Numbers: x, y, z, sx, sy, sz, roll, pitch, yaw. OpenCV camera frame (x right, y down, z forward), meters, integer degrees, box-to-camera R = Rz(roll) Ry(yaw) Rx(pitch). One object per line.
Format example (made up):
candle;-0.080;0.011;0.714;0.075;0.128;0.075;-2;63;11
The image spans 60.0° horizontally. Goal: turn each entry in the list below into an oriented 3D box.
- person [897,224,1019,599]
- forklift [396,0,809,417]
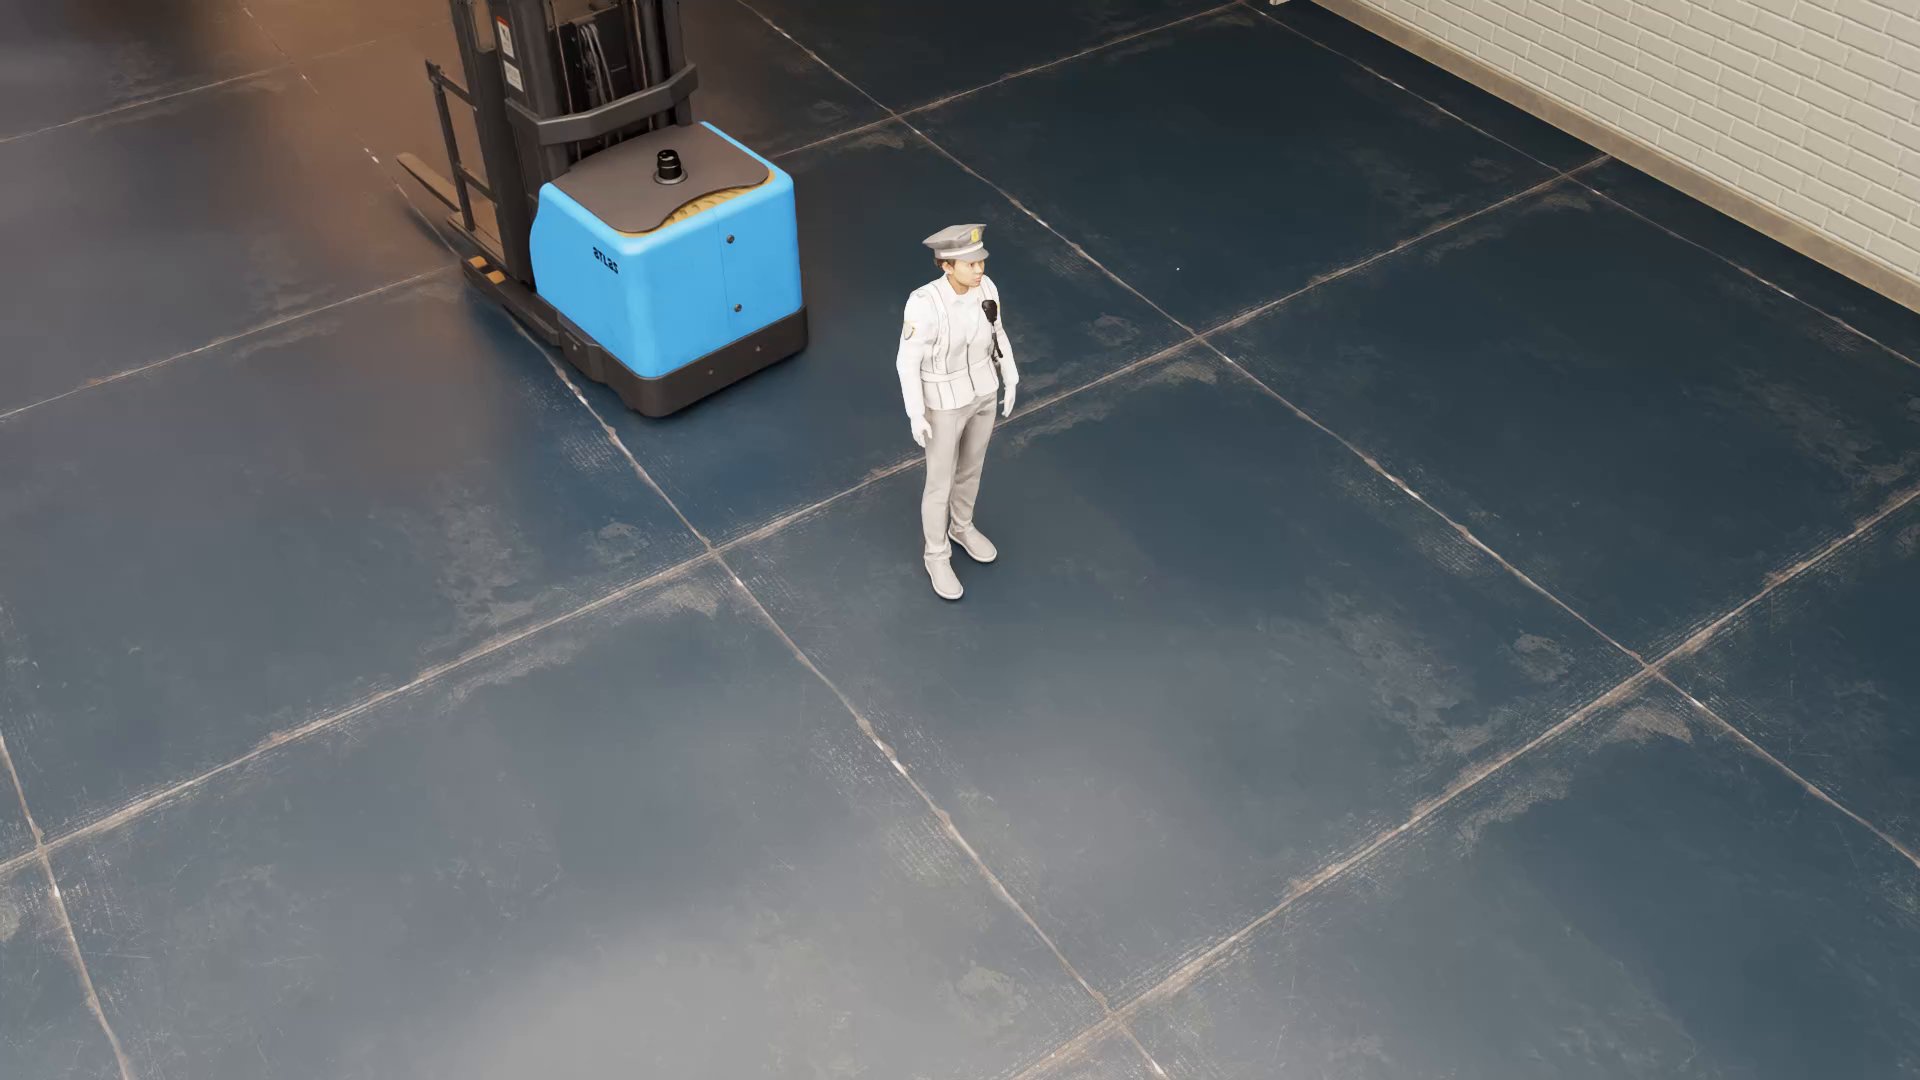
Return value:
person;0.034;-0.587;7.255;0.586;1.694;0.530;-25;48;-25
forklift;-2.165;-2.624;8.562;1.130;2.935;3.031;-31;51;-29
